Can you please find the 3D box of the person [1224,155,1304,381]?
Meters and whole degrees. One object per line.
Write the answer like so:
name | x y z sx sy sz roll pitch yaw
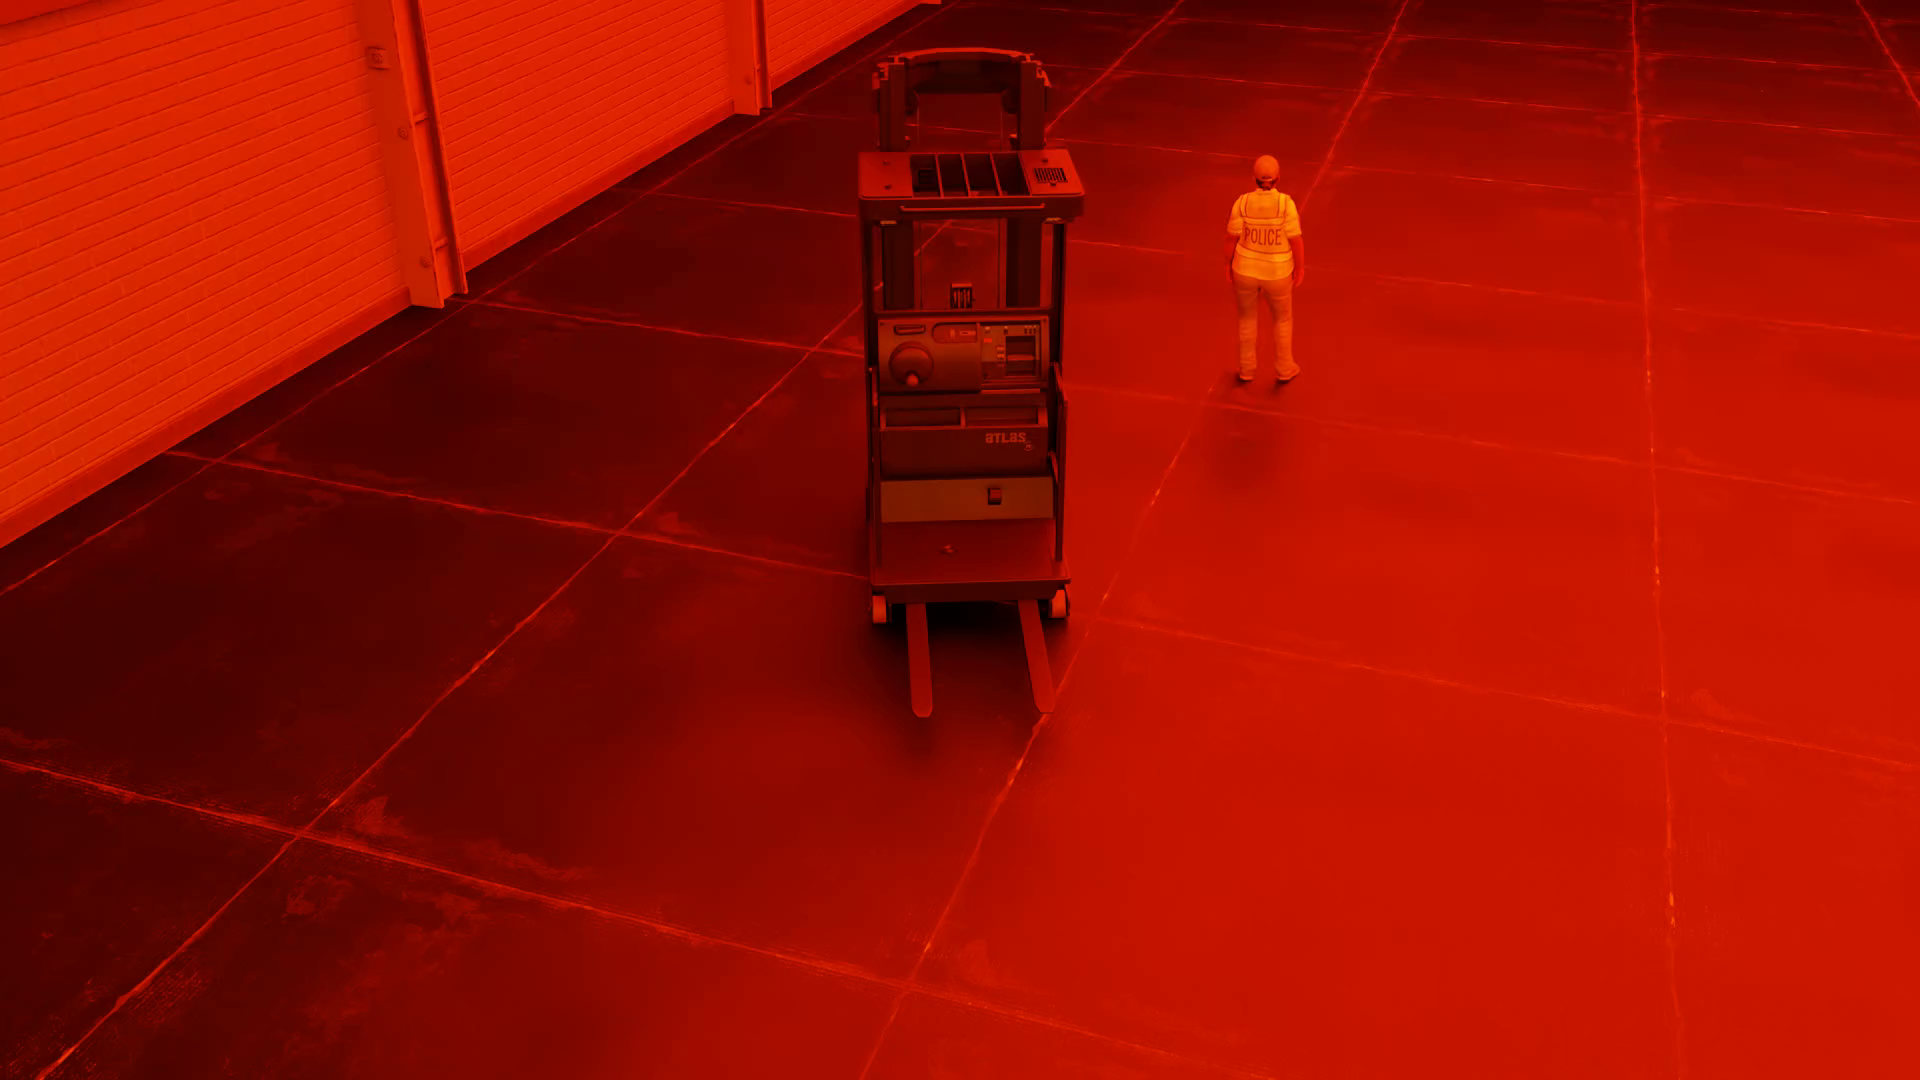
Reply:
person | 2.168 -1.921 11.778 0.583 1.675 0.516 10 31 16

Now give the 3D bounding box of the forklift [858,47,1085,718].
forklift | 0.035 -0.972 8.842 1.130 2.935 3.031 -2 30 -3
